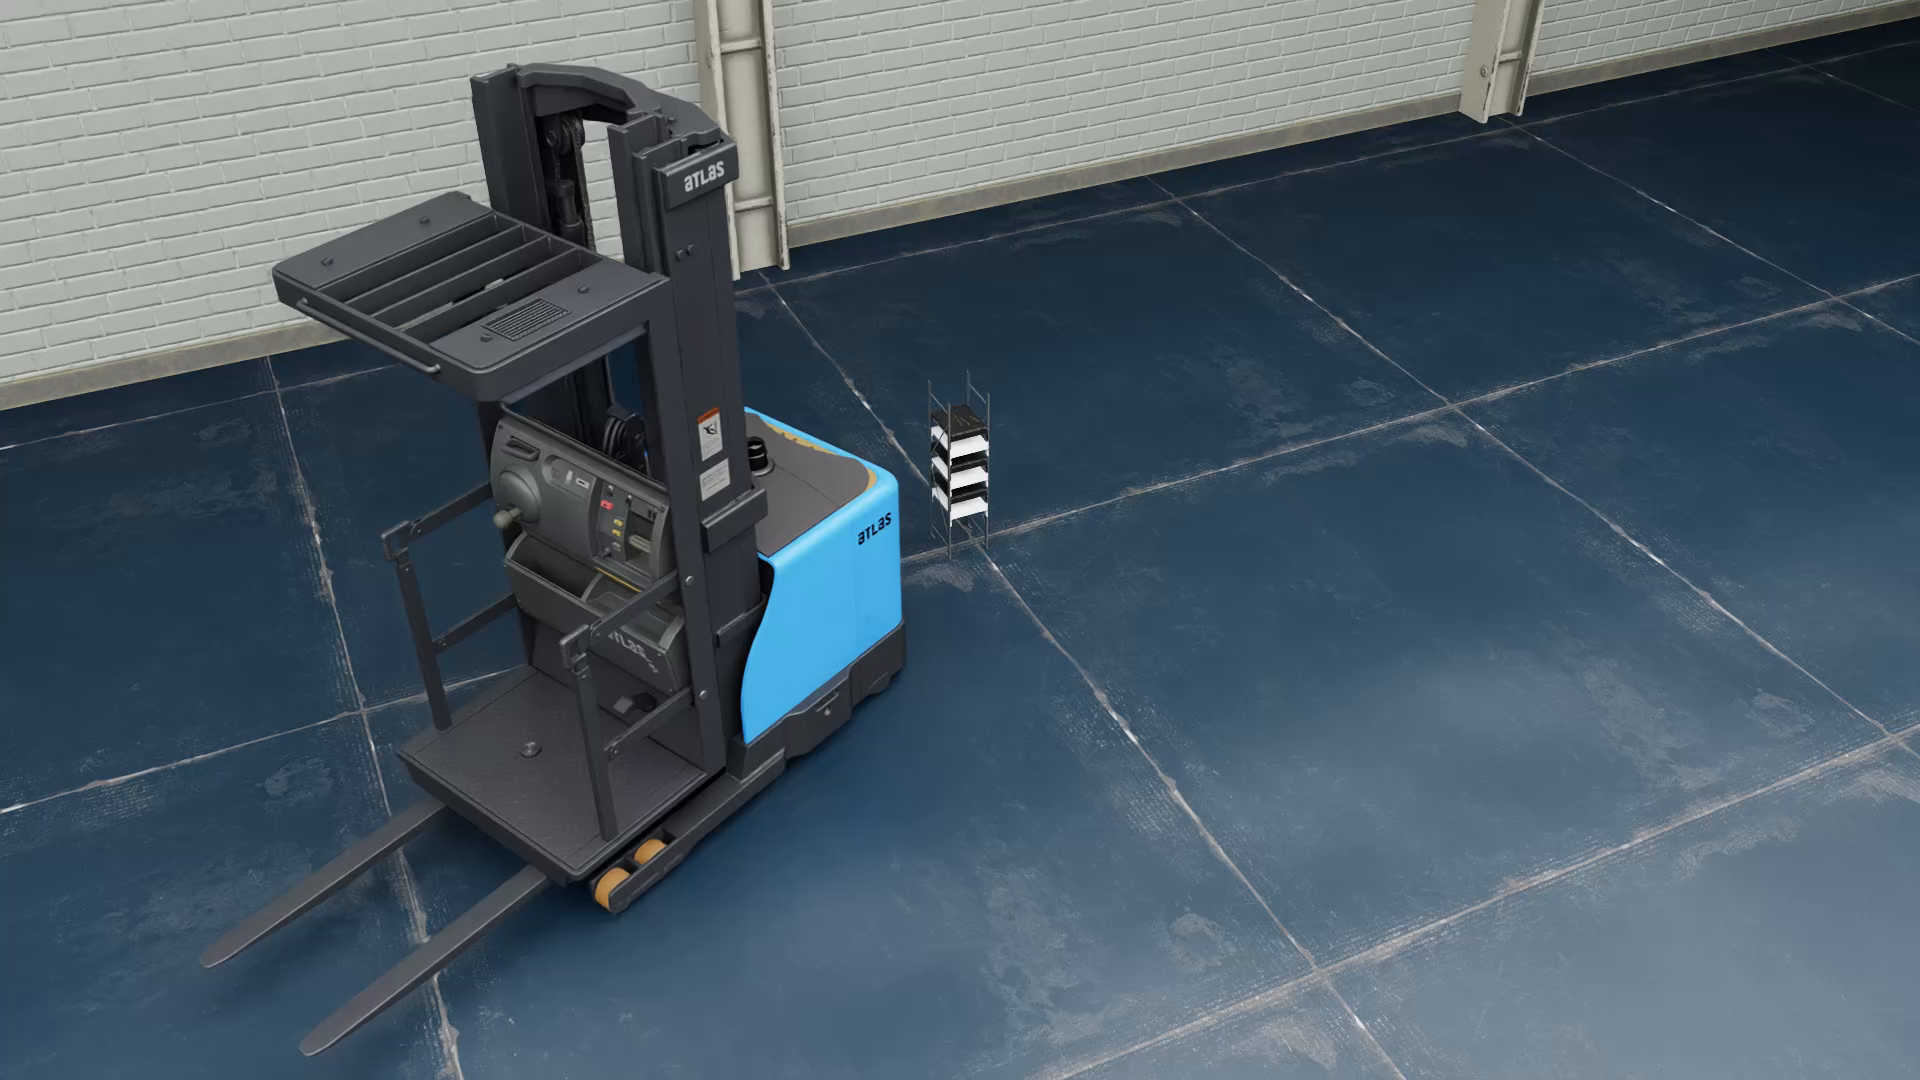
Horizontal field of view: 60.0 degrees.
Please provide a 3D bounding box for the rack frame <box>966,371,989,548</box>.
[{"bbox_3d":[0.085,-0.385,8.157,0.006,0.900,0.240,-16,39,-20],"label":"rack frame"}]

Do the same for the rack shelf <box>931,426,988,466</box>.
[{"bbox_3d":[-0.007,-0.477,8.035,0.200,0.077,0.258,-16,39,-20],"label":"rack shelf"}]

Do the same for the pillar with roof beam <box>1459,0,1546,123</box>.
[{"bbox_3d":[5.919,-4.601,7.043,0.400,9.000,9.100,-16,39,-20],"label":"pillar with roof beam"}]

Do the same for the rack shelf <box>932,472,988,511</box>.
[{"bbox_3d":[-0.007,-0.260,8.196,0.200,0.077,0.258,-16,39,-20],"label":"rack shelf"}]

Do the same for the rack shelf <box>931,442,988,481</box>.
[{"bbox_3d":[-0.007,-0.405,8.088,0.200,0.077,0.258,-16,39,-20],"label":"rack shelf"}]

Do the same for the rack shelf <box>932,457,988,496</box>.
[{"bbox_3d":[-0.007,-0.333,8.142,0.200,0.077,0.258,-16,39,-20],"label":"rack shelf"}]

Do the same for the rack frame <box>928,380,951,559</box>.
[{"bbox_3d":[-0.099,-0.334,8.088,0.006,0.900,0.240,-16,39,-20],"label":"rack frame"}]

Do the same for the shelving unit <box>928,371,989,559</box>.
[{"bbox_3d":[-0.007,-0.359,8.122,0.210,0.900,0.258,-16,39,-20],"label":"shelving unit"}]

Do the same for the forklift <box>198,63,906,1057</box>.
[{"bbox_3d":[-1.547,-0.073,6.031,1.130,2.935,3.031,25,43,30],"label":"forklift"}]

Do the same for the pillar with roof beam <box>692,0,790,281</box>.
[{"bbox_3d":[0.488,-3.083,4.995,0.400,9.000,9.100,-16,39,-20],"label":"pillar with roof beam"}]

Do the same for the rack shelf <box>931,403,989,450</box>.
[{"bbox_3d":[-0.007,-0.549,7.981,0.200,0.077,0.258,-16,39,-20],"label":"rack shelf"}]

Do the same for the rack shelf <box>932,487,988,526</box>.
[{"bbox_3d":[-0.007,-0.188,8.249,0.200,0.077,0.258,-16,39,-20],"label":"rack shelf"}]
